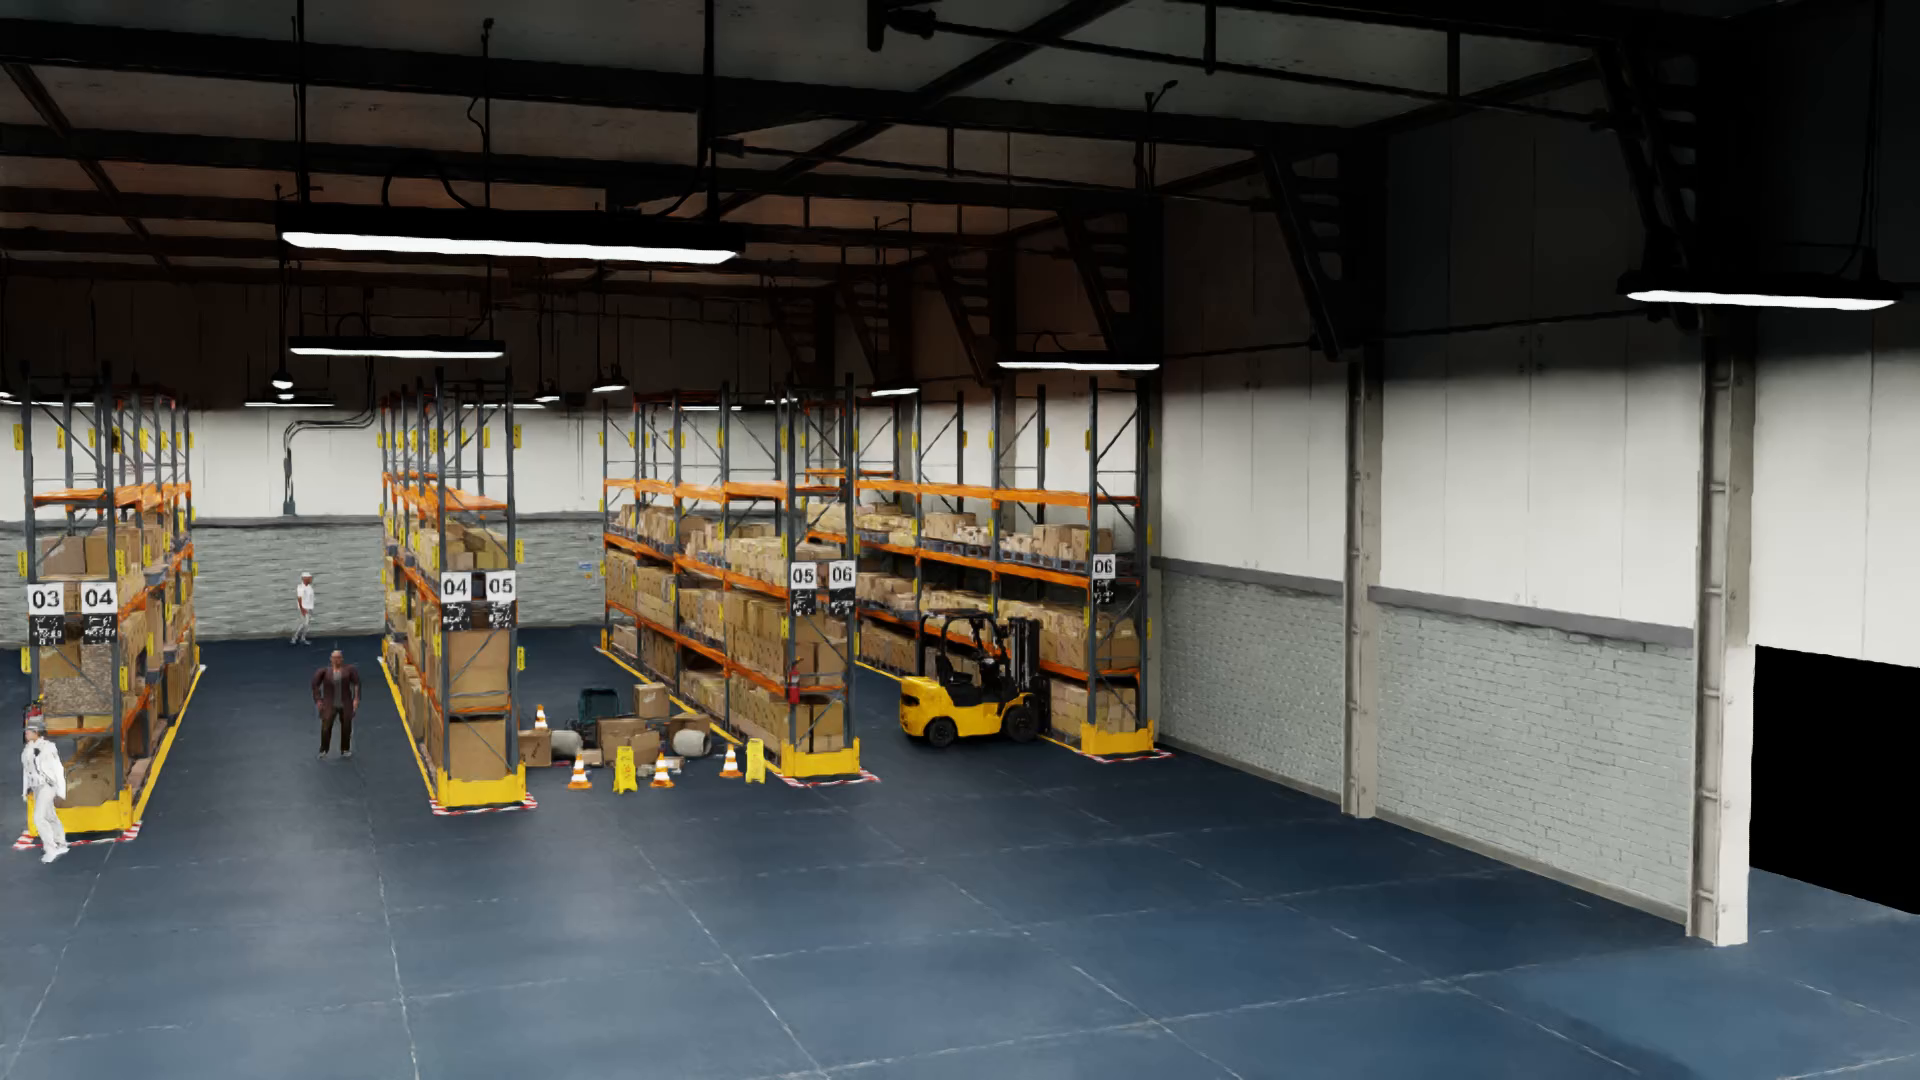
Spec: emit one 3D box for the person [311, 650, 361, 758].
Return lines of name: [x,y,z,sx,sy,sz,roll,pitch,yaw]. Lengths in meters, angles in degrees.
person: [-9.796,2.569,26.124,0.729,1.733,0.546,-1,4,-23]

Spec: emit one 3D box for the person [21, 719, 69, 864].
person: [-10.945,2.968,19.913,0.583,1.687,0.465,2,4,33]

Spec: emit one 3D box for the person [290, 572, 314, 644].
person: [-16.091,1.664,40.692,0.465,1.761,0.722,0,3,5]
